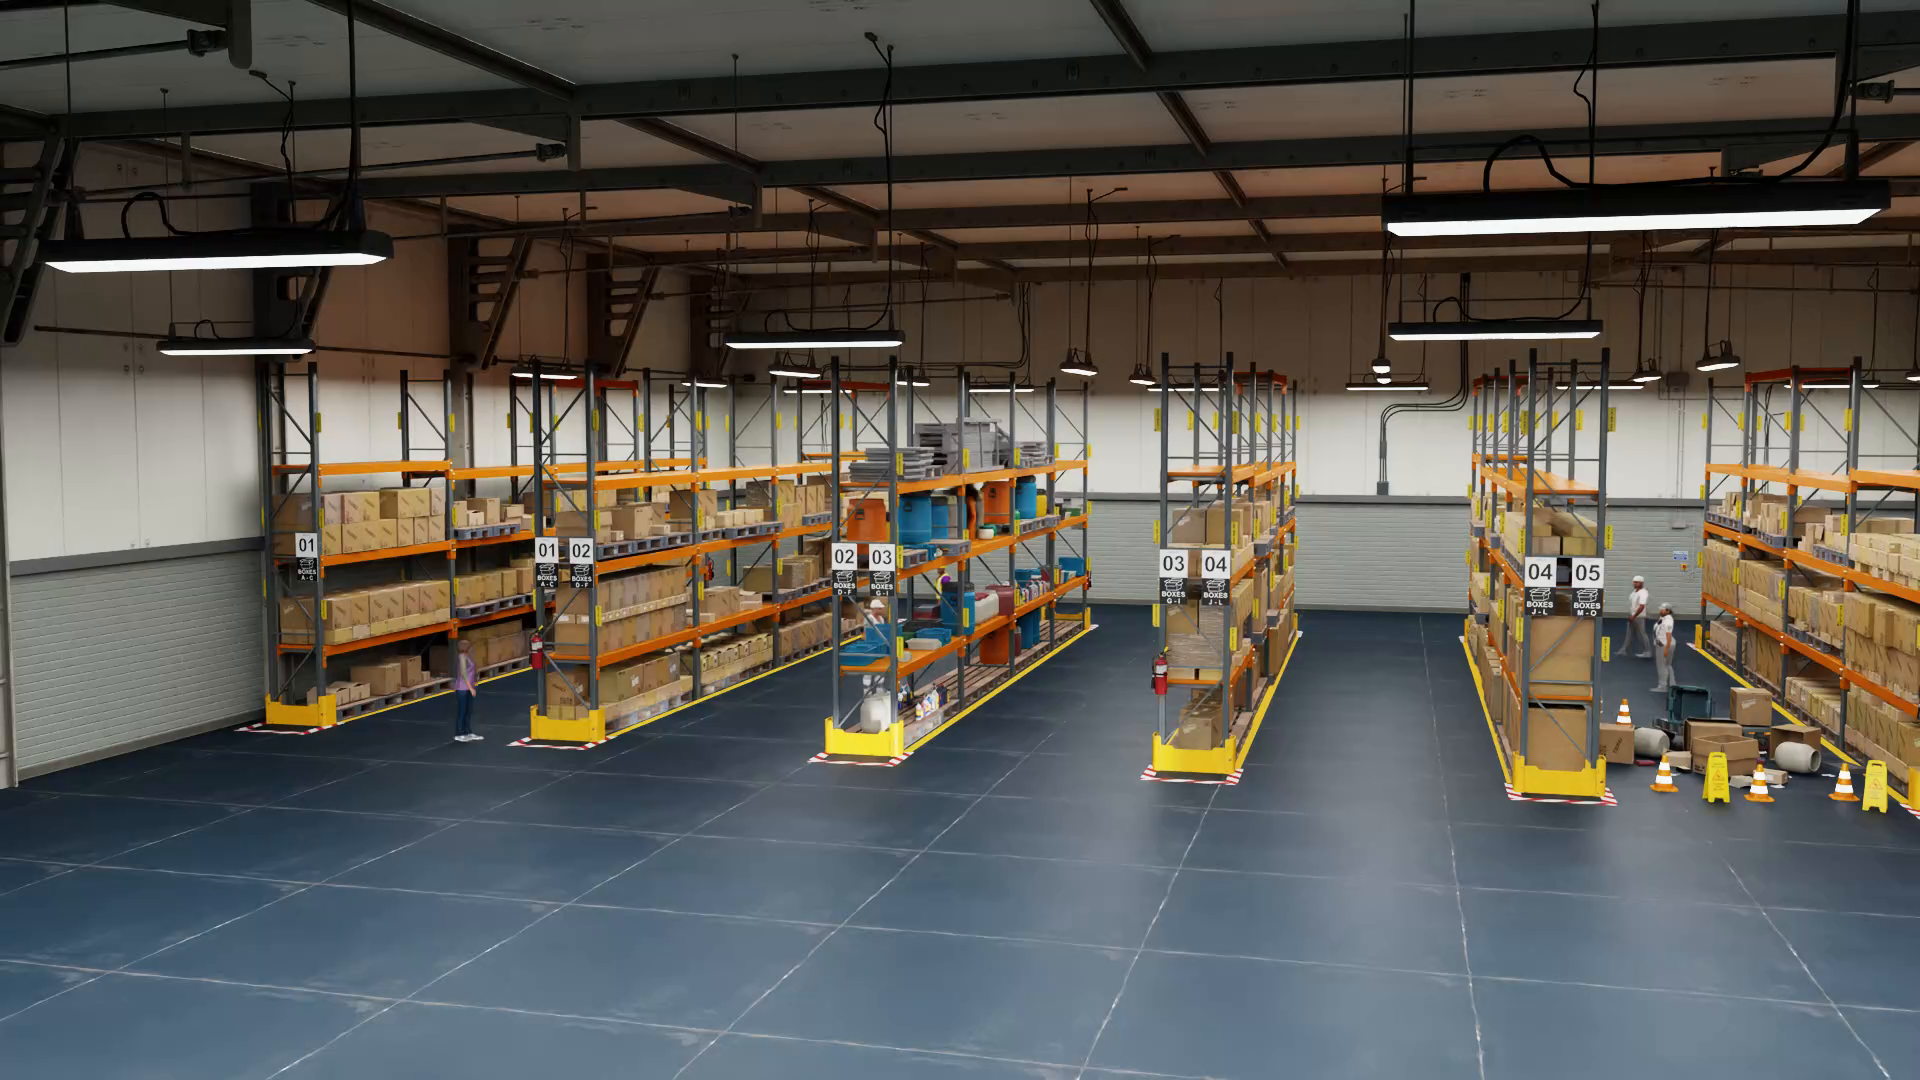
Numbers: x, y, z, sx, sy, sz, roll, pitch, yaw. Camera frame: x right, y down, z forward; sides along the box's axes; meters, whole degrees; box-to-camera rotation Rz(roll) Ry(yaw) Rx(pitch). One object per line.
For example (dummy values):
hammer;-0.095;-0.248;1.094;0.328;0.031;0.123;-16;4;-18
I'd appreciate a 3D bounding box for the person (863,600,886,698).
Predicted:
person;-1.519;1.976;30.016;0.415;1.803;0.564;3;5;39

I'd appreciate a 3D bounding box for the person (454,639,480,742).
person;-7.746;2.365;26.162;0.411;1.613;0.447;0;4;3

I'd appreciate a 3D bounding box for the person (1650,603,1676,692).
person;13.130;2.002;30.999;0.412;1.671;0.511;3;5;37

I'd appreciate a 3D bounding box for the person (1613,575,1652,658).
person;14.344;1.620;35.419;0.797;1.748;0.639;2;4;24

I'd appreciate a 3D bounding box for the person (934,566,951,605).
person;-0.448;1.389;38.663;0.434;1.773;0.584;-1;4;-17
